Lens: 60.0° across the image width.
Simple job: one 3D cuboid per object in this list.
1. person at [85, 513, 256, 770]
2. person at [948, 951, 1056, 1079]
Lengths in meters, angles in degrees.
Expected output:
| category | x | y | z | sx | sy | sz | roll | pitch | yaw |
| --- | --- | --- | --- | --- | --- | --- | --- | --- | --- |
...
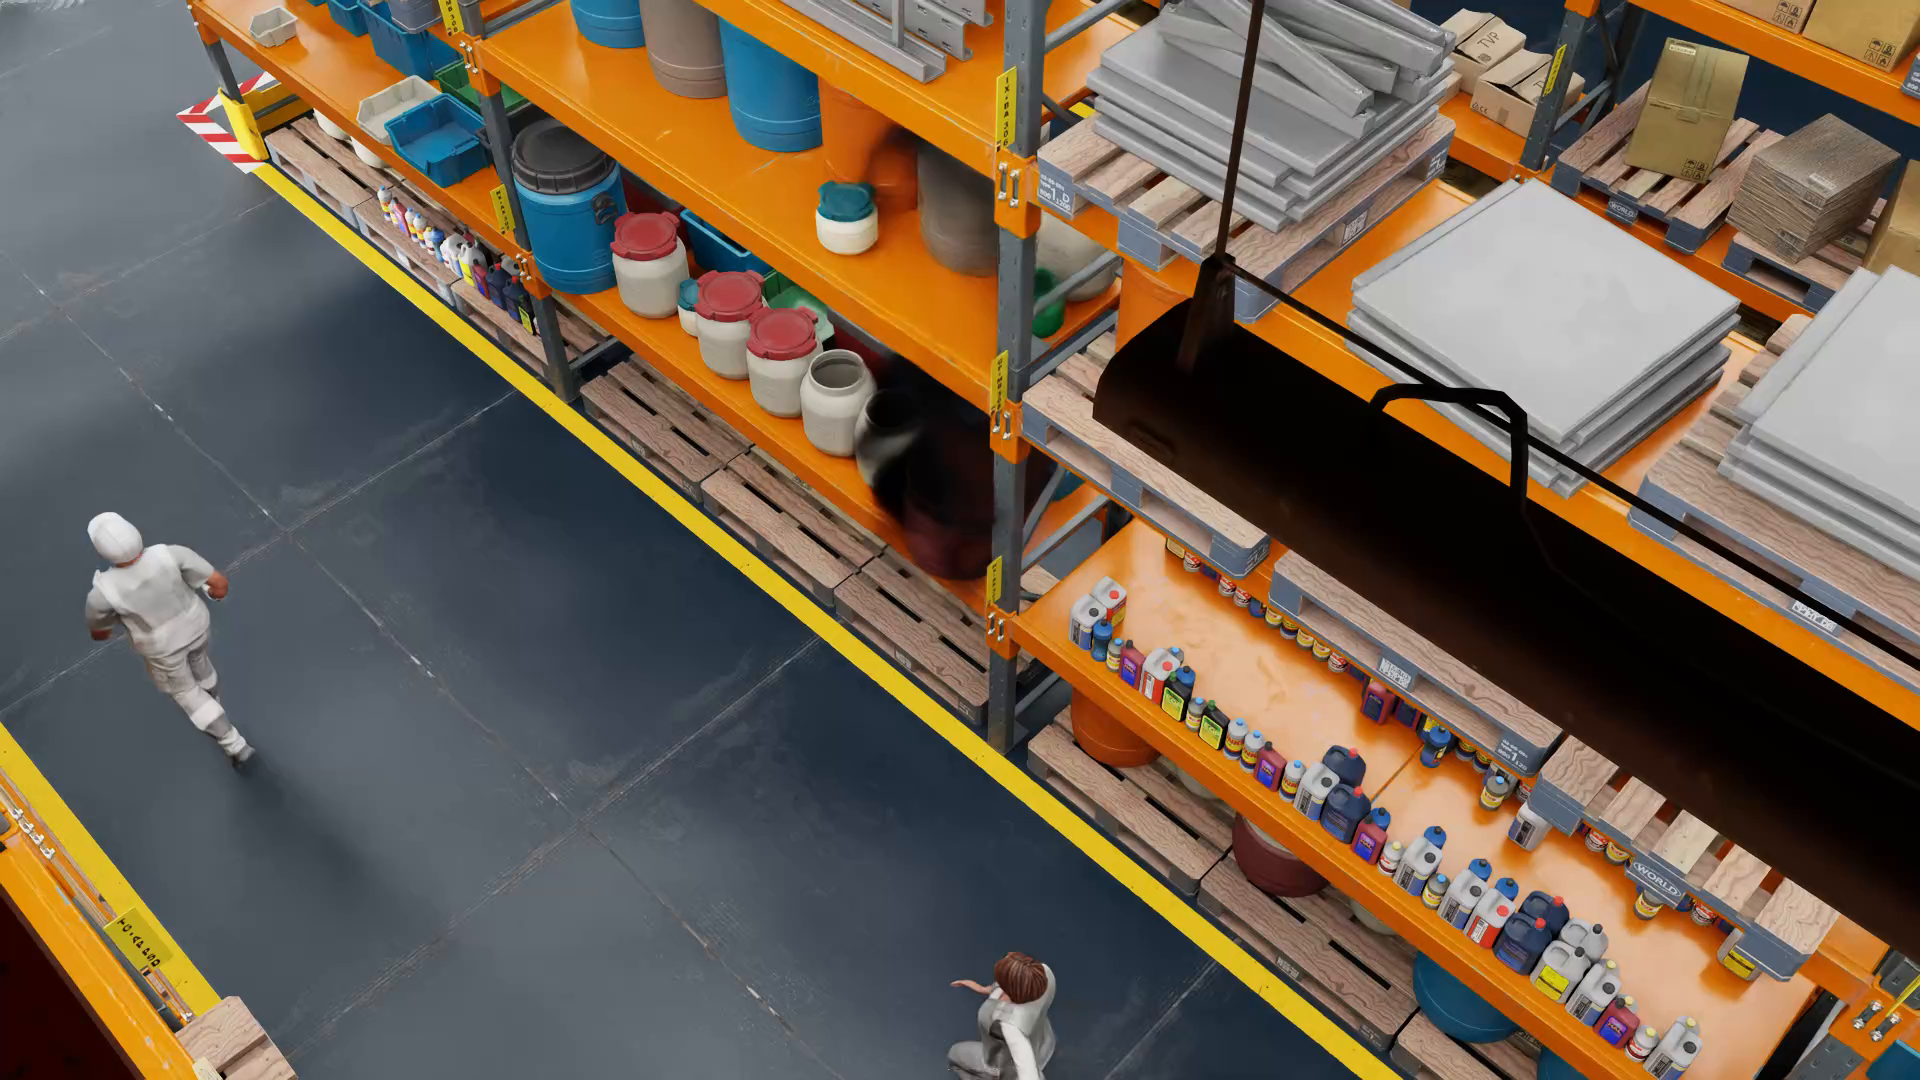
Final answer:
| category | x | y | z | sx | sy | sz | roll | pitch | yaw |
| --- | --- | --- | --- | --- | --- | --- | --- | --- | --- |
| person | -4.101 | 0.506 | 8.688 | 0.873 | 1.765 | 0.660 | 36 | 59 | 26 |
| person | 0.230 | 2.224 | 7.286 | 0.663 | 1.567 | 0.509 | 29 | 56 | 22 |
